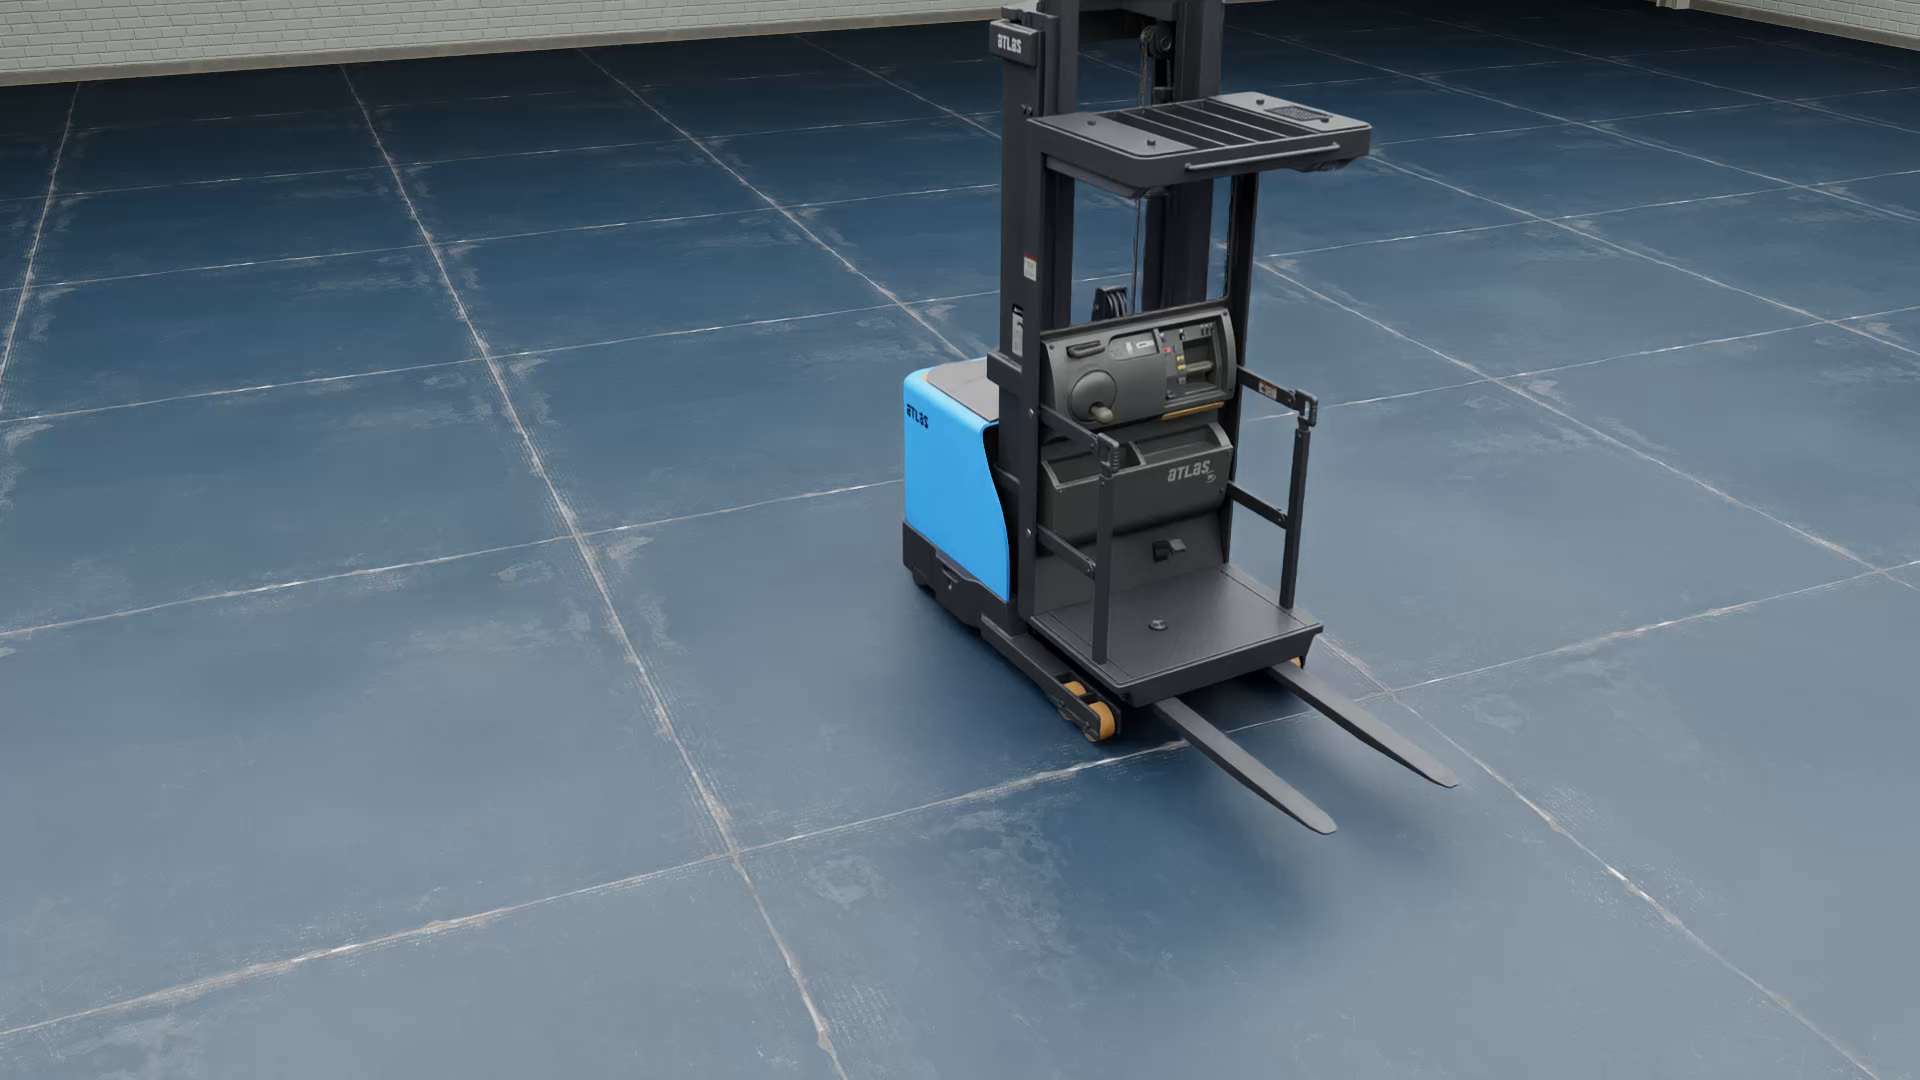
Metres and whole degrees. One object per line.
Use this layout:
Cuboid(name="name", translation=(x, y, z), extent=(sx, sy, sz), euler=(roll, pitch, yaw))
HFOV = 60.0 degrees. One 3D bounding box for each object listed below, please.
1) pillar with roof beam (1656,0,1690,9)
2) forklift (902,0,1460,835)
Cuboid(name="pillar with roof beam", translation=(6.957, -11.467, 21.979), extent=(9.100, 9.000, 0.400), euler=(-11, 28, -21))
Cuboid(name="forklift", translation=(0.876, -0.696, 6.835), extent=(1.130, 2.935, 3.031), euler=(-14, 29, -26))
